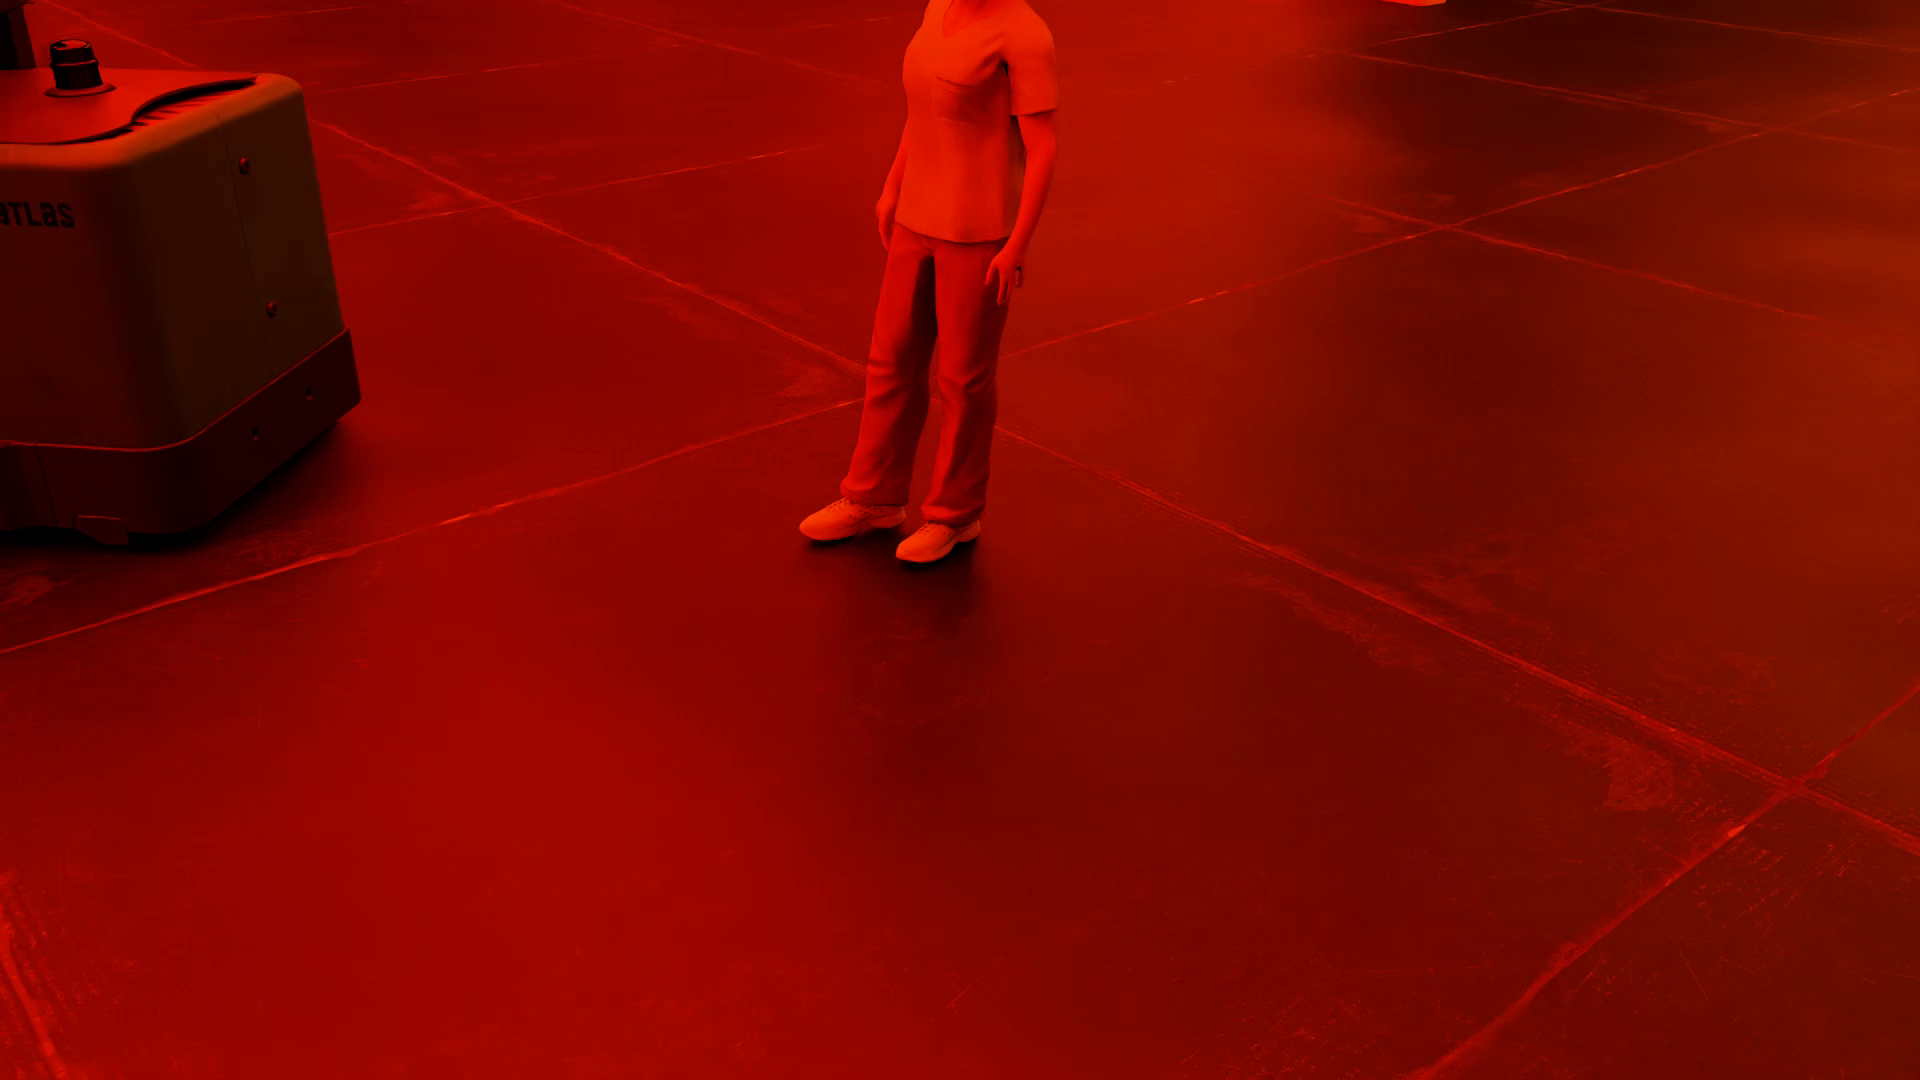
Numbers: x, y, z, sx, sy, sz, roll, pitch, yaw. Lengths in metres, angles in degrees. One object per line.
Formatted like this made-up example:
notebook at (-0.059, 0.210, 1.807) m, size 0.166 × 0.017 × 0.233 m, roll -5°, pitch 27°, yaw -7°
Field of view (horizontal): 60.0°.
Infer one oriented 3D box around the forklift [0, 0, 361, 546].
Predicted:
forklift at (-3.439, -1.583, 4.394) m, size 3.031 × 2.935 × 1.130 m, roll 4°, pitch 27°, yaw 7°

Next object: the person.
person at (-0.063, -0.740, 4.091) m, size 0.549 × 1.675 × 0.555 m, roll -20°, pitch 33°, yaw -35°
